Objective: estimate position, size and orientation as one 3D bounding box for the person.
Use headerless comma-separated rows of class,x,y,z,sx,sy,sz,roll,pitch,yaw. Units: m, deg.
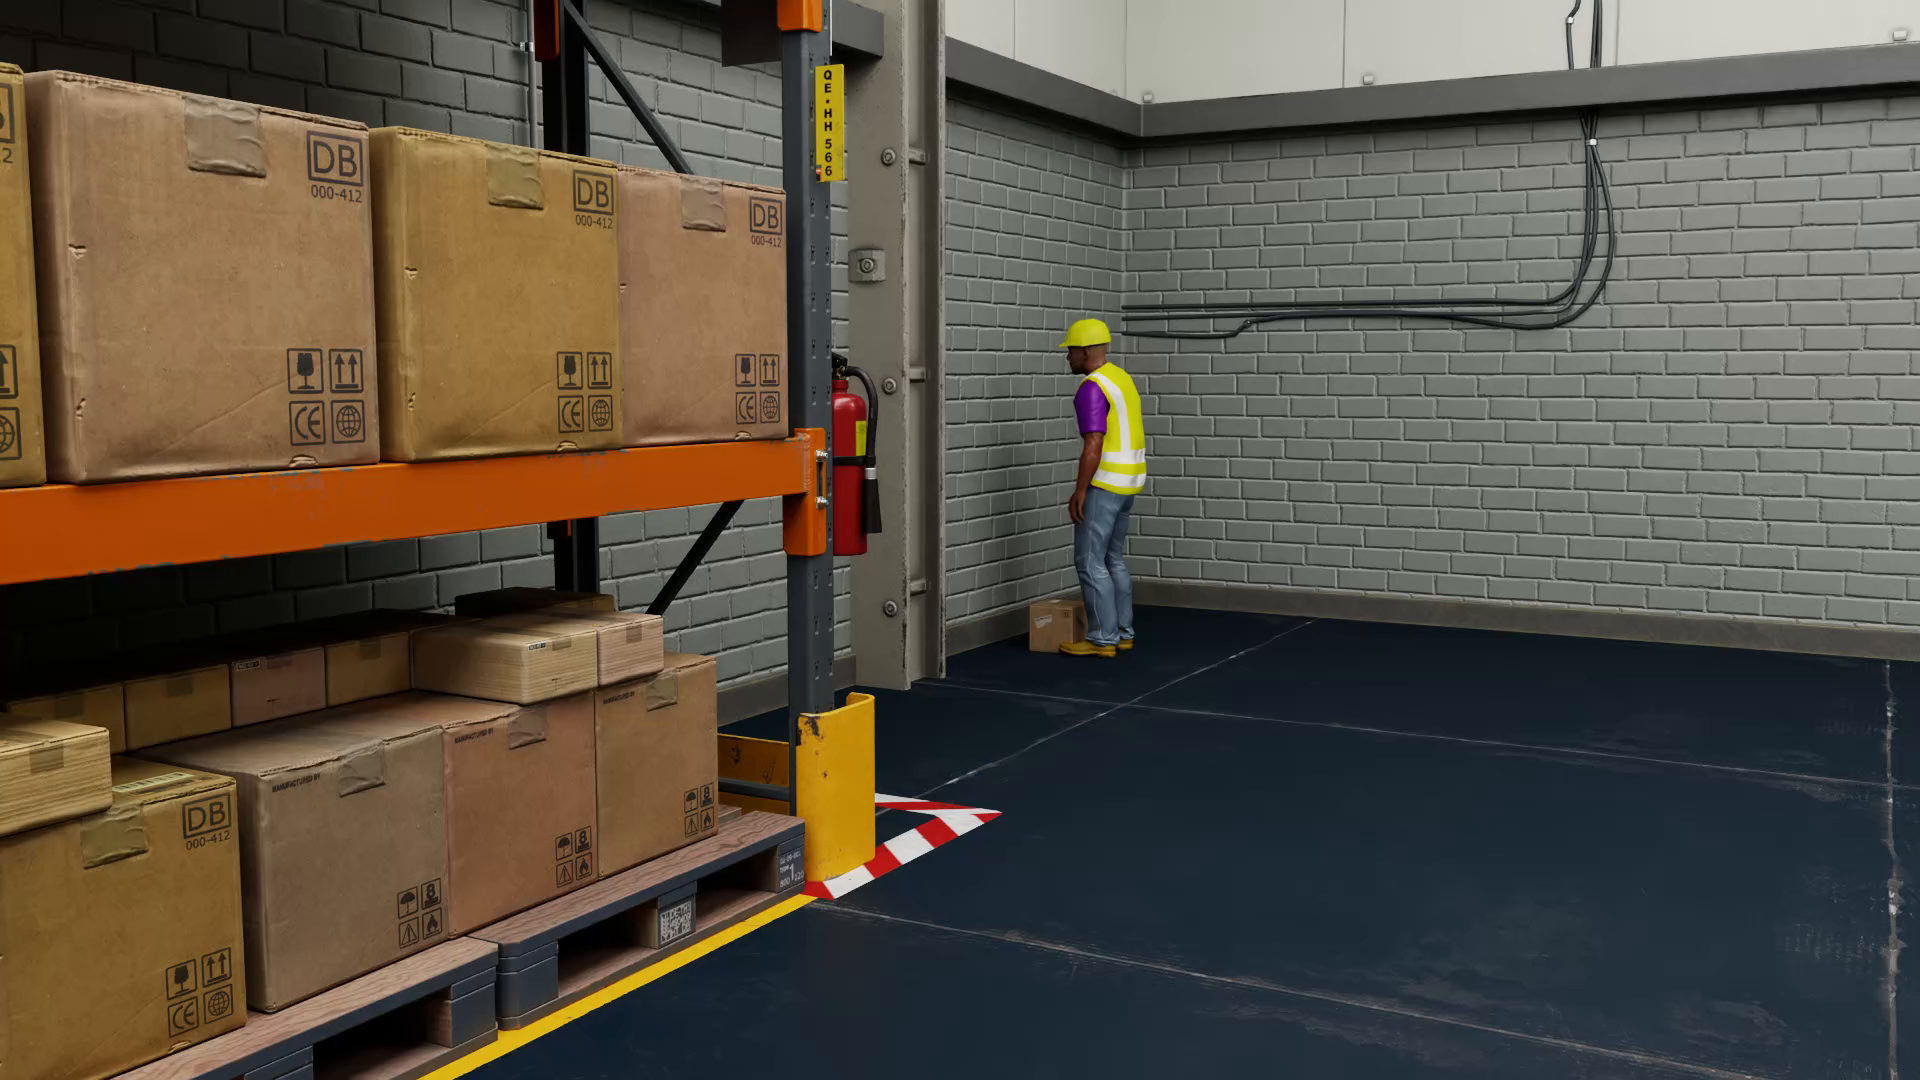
person,0.733,-0.276,8.729,0.457,1.760,0.635,3,7,25
